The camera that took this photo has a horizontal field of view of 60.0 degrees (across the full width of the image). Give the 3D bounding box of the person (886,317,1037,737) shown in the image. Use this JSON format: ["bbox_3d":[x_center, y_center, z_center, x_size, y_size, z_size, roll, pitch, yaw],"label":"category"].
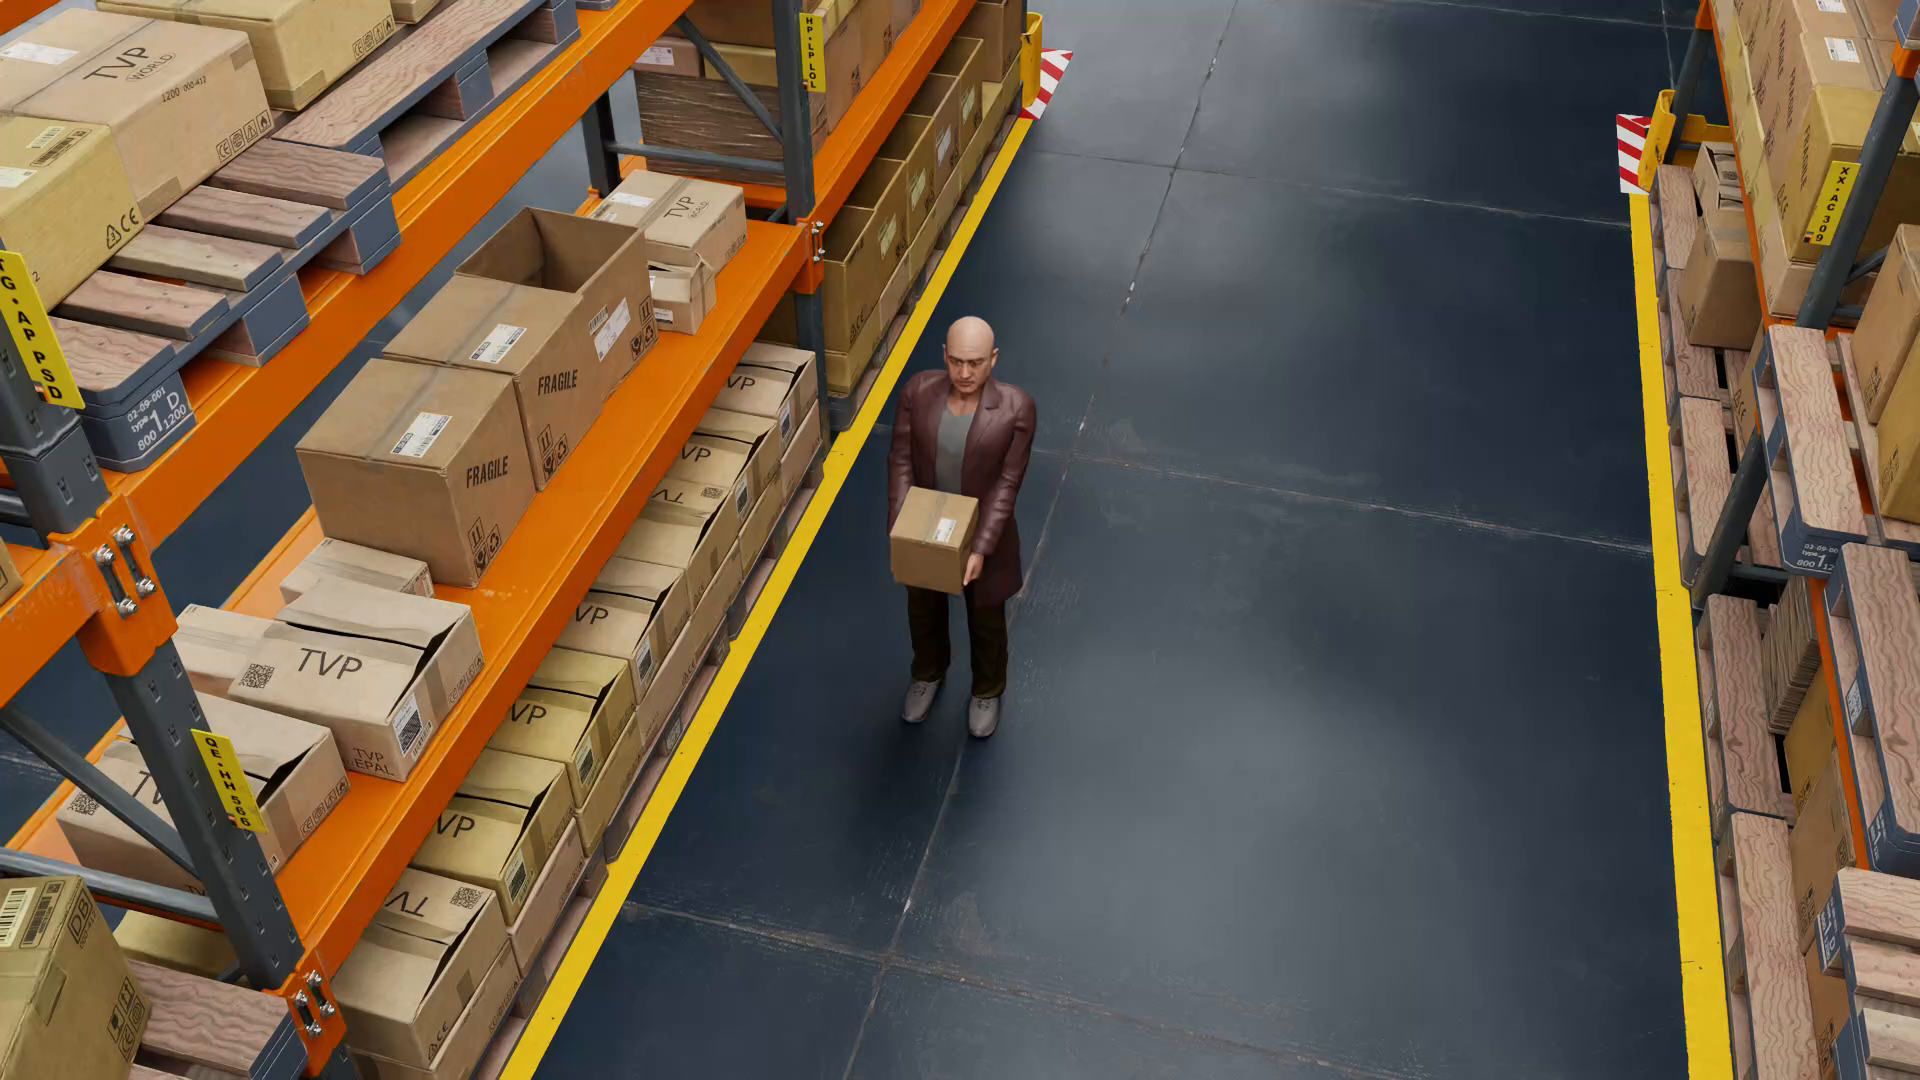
[{"bbox_3d":[-0.027,0.027,6.142,0.529,1.772,0.552,11,42,12],"label":"person"}]
